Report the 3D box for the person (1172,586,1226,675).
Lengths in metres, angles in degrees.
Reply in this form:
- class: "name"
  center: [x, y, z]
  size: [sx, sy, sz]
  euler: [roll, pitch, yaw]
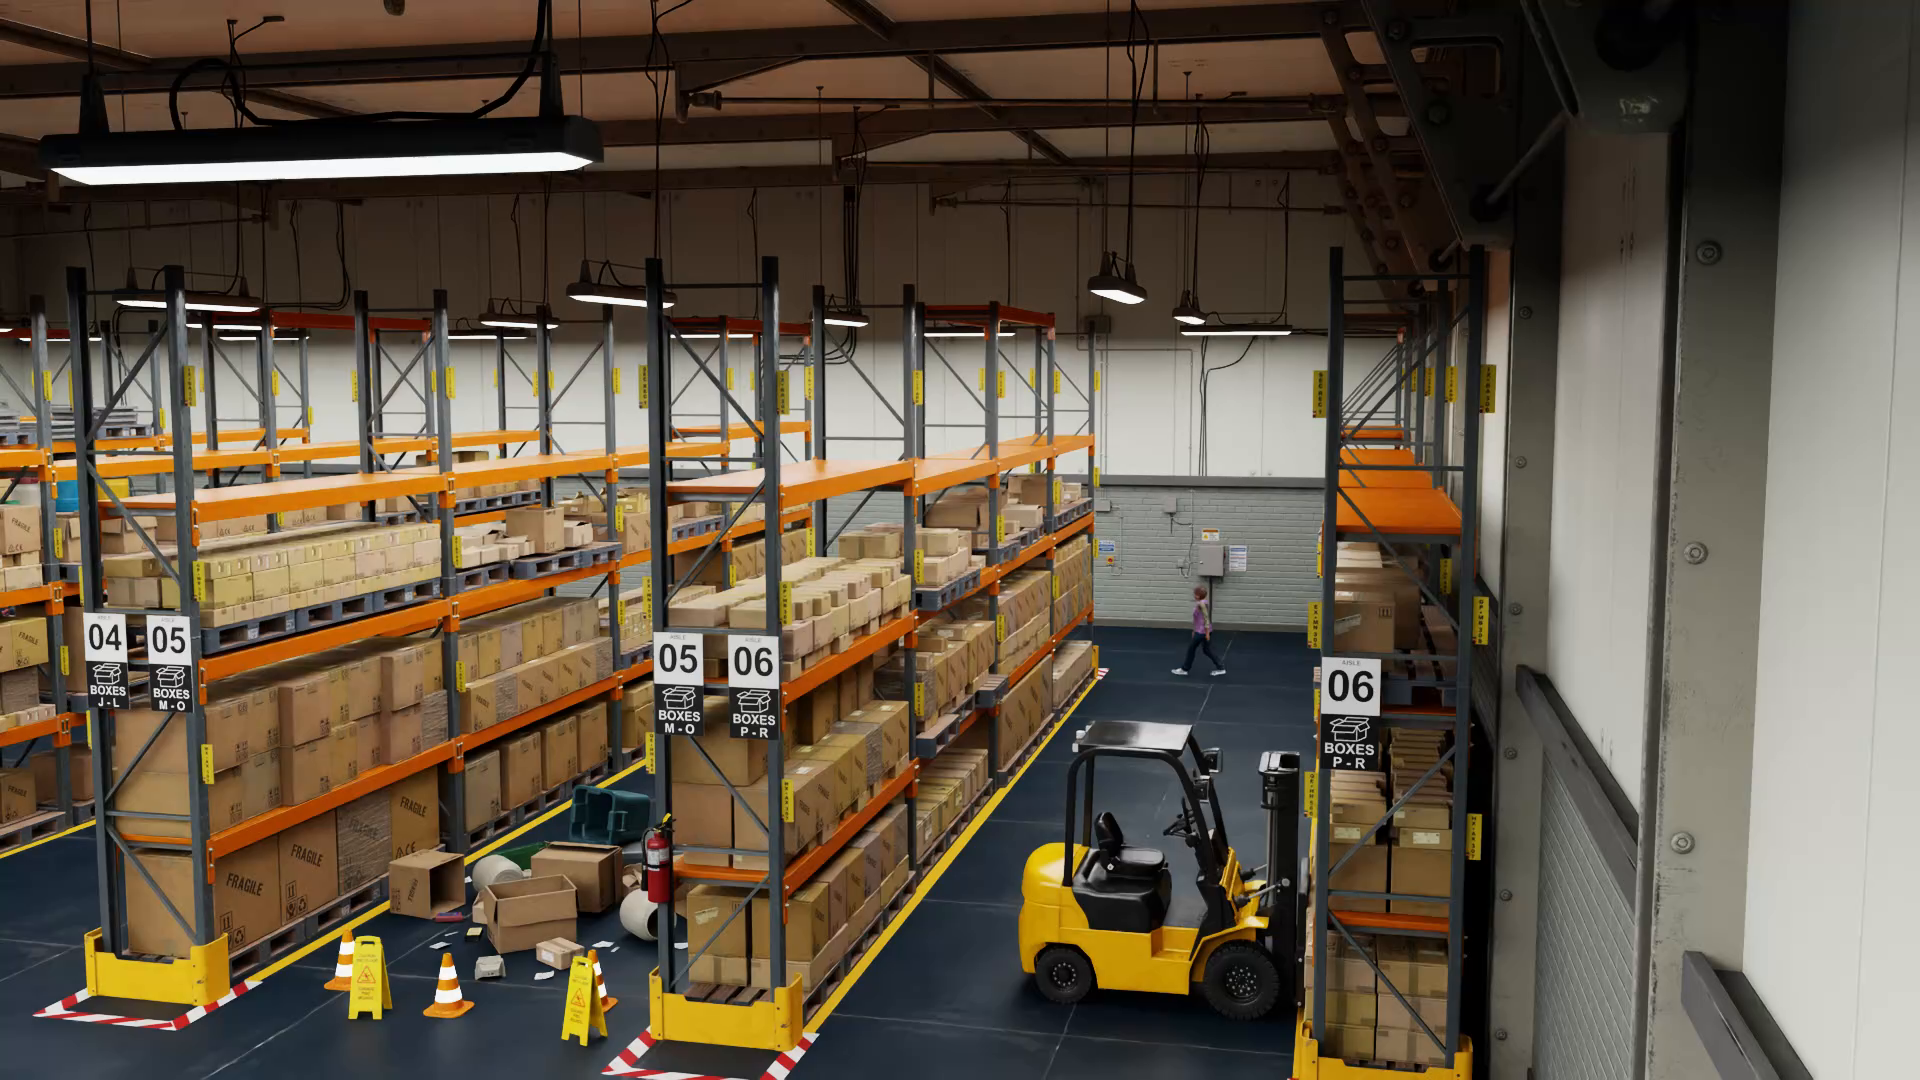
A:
- class: "person"
  center: [4.065, 1.540, 28.226]
  size: [0.930, 1.526, 0.394]
  euler: [2, 6, 20]
